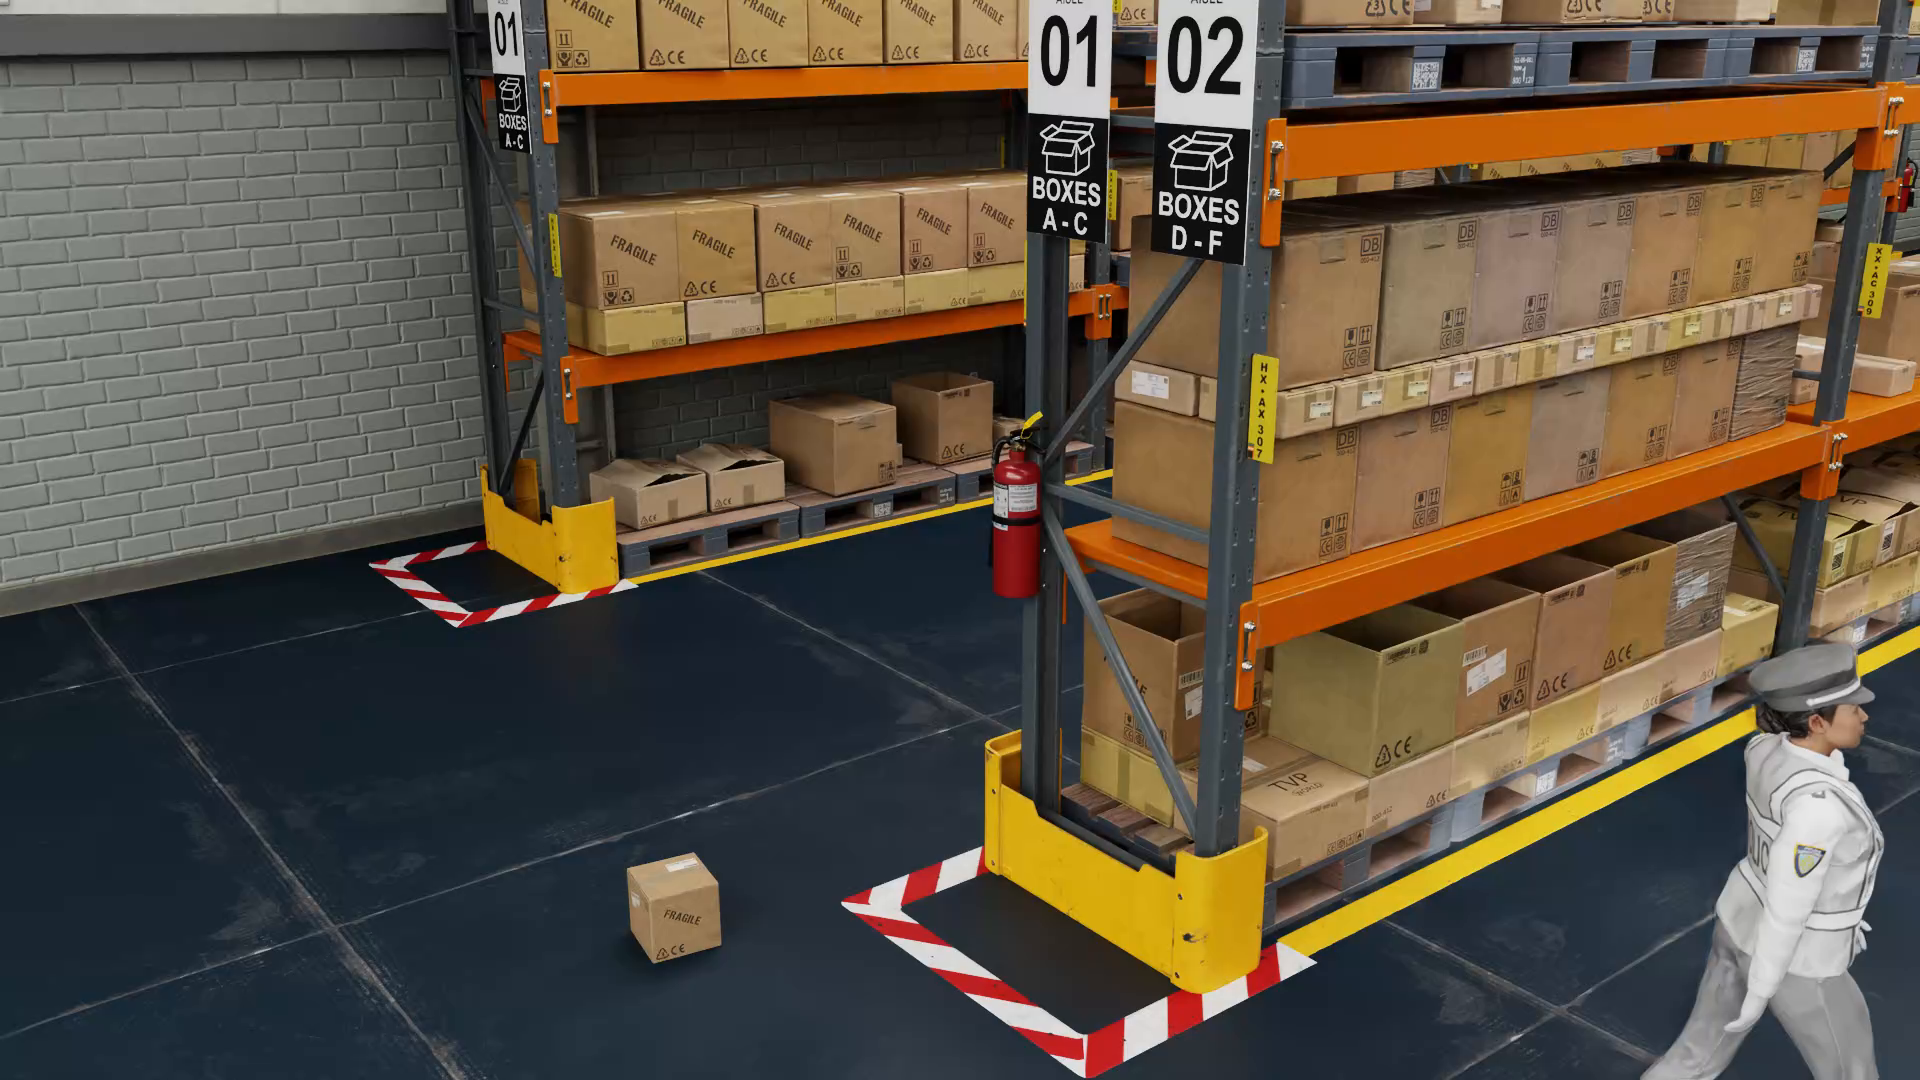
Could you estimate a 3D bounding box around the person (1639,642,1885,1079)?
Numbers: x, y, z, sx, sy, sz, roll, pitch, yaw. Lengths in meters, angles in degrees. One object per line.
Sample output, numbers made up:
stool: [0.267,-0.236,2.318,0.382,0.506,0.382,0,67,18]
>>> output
person: [2.208,1.028,4.253,0.933,1.642,0.489,1,18,4]
